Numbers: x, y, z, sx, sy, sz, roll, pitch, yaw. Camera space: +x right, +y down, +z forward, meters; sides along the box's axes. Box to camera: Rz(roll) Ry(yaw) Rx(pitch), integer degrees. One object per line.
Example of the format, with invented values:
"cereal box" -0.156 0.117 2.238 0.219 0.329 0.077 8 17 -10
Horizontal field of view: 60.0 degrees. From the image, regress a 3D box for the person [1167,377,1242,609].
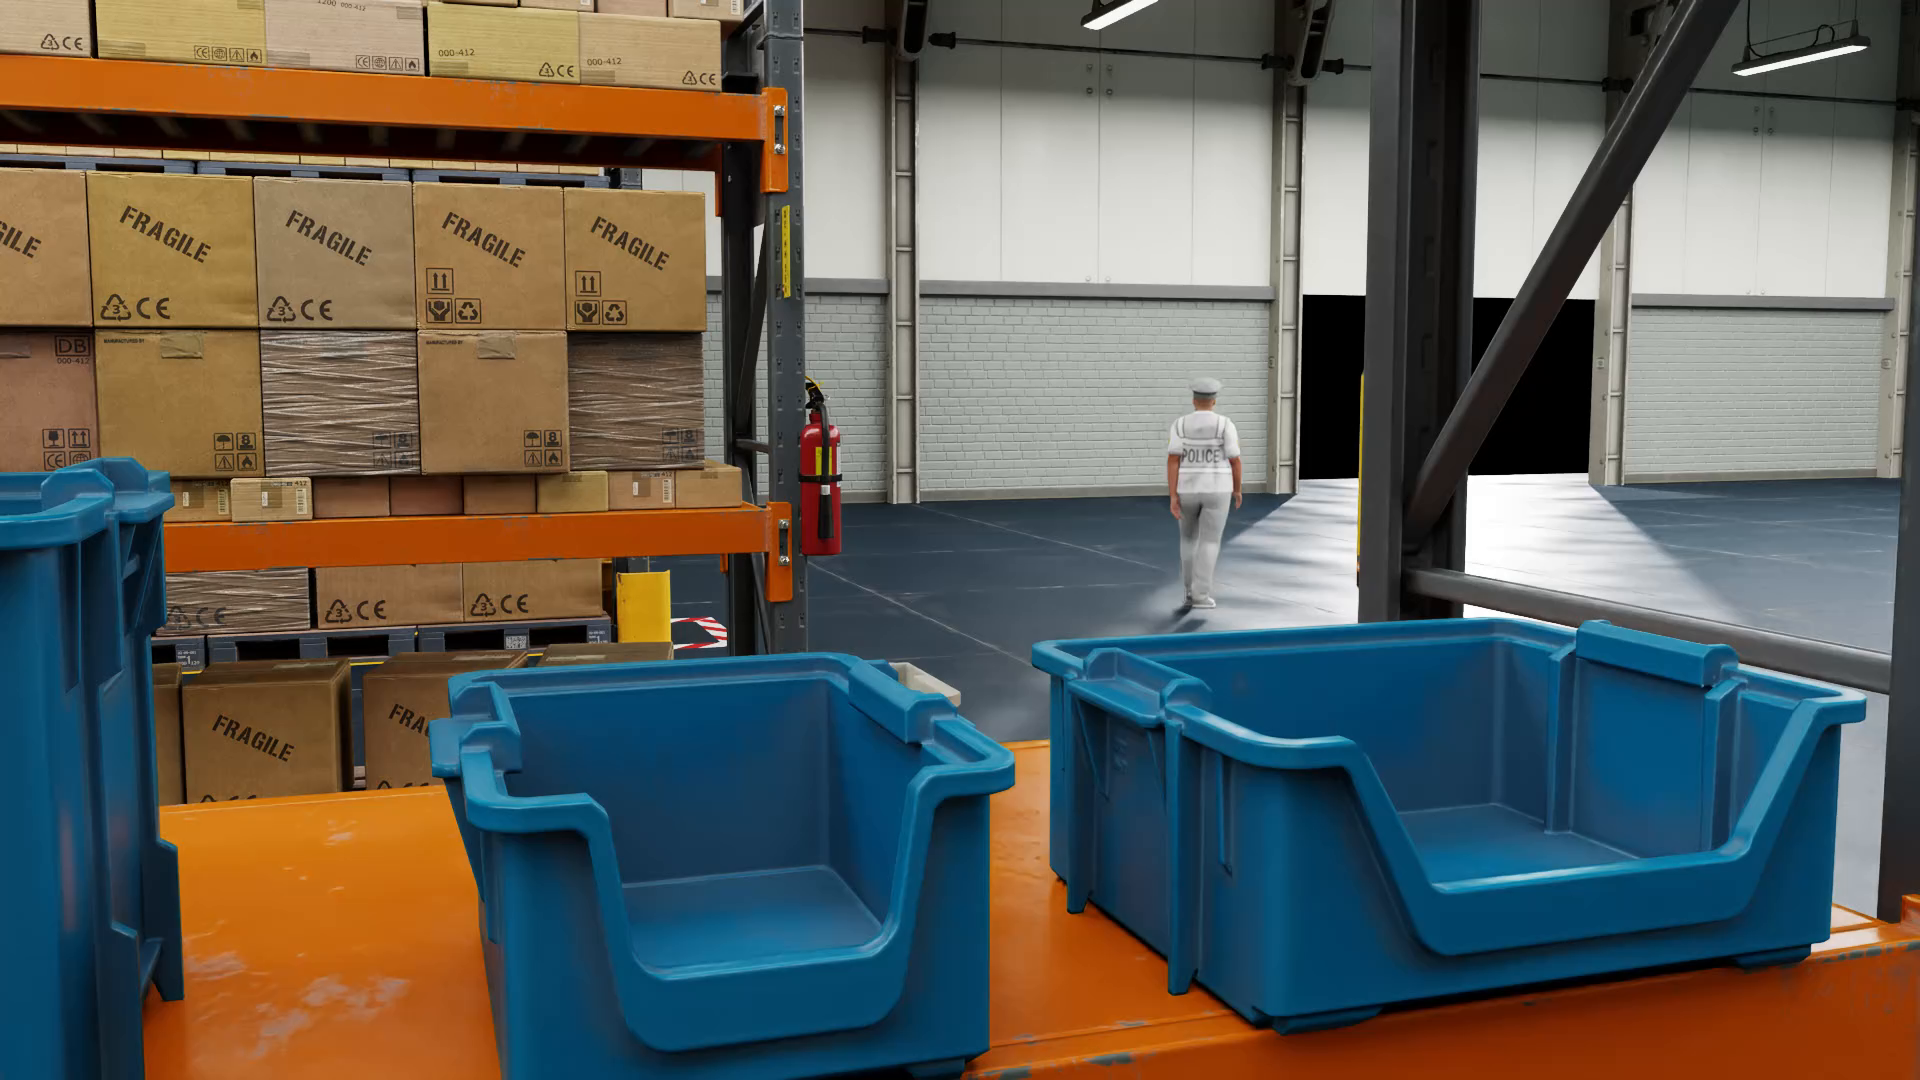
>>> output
"person" 1.892 -0.345 12.695 0.536 1.787 0.844 2 6 22
